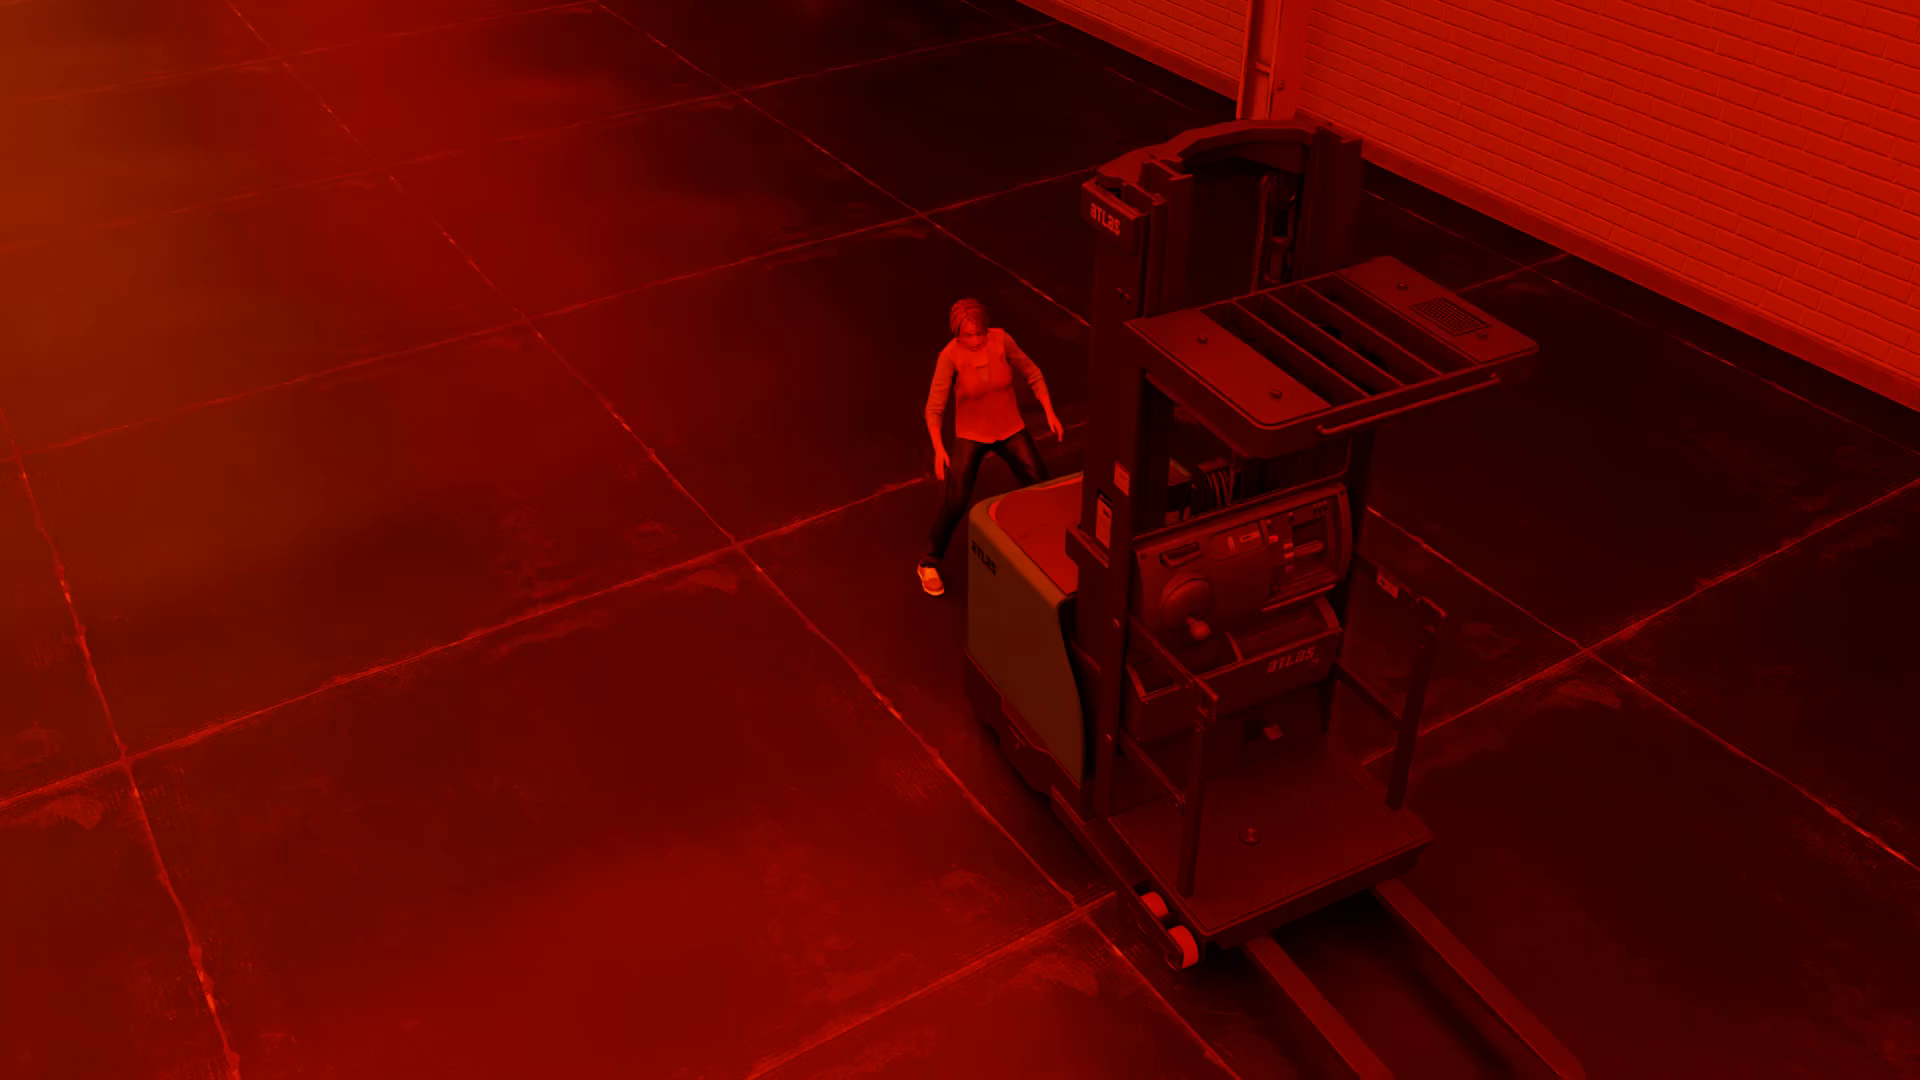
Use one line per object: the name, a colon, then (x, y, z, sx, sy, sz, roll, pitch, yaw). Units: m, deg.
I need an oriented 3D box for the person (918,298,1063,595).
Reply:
person: (0.129, -0.463, 8.089, 0.718, 1.448, 0.606, -9, 36, -13)

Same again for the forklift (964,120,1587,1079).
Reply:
forklift: (1.150, 0.145, 5.941, 1.130, 2.935, 3.031, -17, 38, -22)
